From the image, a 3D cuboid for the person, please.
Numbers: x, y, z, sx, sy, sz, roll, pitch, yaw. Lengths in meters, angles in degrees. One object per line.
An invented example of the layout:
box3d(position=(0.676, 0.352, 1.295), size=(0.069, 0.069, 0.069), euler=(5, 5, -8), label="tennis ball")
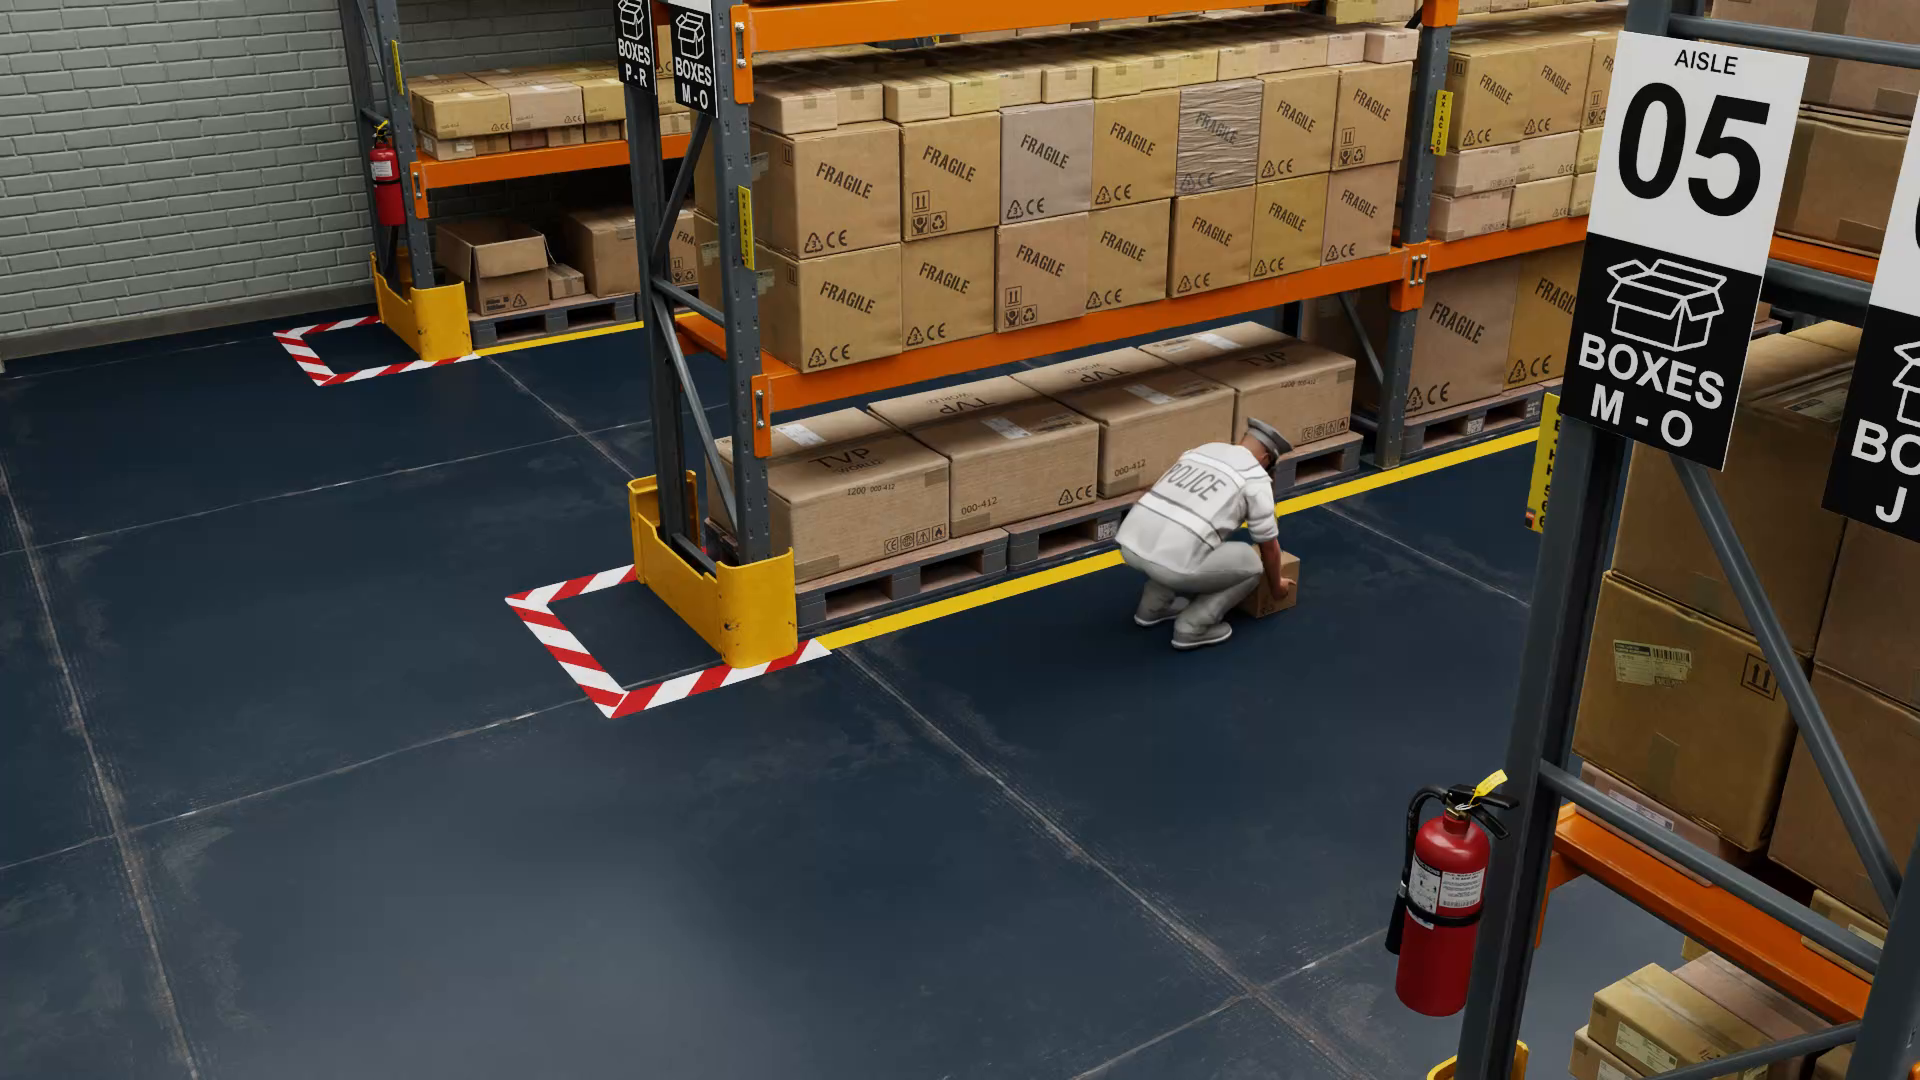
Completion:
box3d(position=(1.149, -0.041, 7.670), size=(0.954, 0.931, 0.565), euler=(-15, 29, -30), label="person")
